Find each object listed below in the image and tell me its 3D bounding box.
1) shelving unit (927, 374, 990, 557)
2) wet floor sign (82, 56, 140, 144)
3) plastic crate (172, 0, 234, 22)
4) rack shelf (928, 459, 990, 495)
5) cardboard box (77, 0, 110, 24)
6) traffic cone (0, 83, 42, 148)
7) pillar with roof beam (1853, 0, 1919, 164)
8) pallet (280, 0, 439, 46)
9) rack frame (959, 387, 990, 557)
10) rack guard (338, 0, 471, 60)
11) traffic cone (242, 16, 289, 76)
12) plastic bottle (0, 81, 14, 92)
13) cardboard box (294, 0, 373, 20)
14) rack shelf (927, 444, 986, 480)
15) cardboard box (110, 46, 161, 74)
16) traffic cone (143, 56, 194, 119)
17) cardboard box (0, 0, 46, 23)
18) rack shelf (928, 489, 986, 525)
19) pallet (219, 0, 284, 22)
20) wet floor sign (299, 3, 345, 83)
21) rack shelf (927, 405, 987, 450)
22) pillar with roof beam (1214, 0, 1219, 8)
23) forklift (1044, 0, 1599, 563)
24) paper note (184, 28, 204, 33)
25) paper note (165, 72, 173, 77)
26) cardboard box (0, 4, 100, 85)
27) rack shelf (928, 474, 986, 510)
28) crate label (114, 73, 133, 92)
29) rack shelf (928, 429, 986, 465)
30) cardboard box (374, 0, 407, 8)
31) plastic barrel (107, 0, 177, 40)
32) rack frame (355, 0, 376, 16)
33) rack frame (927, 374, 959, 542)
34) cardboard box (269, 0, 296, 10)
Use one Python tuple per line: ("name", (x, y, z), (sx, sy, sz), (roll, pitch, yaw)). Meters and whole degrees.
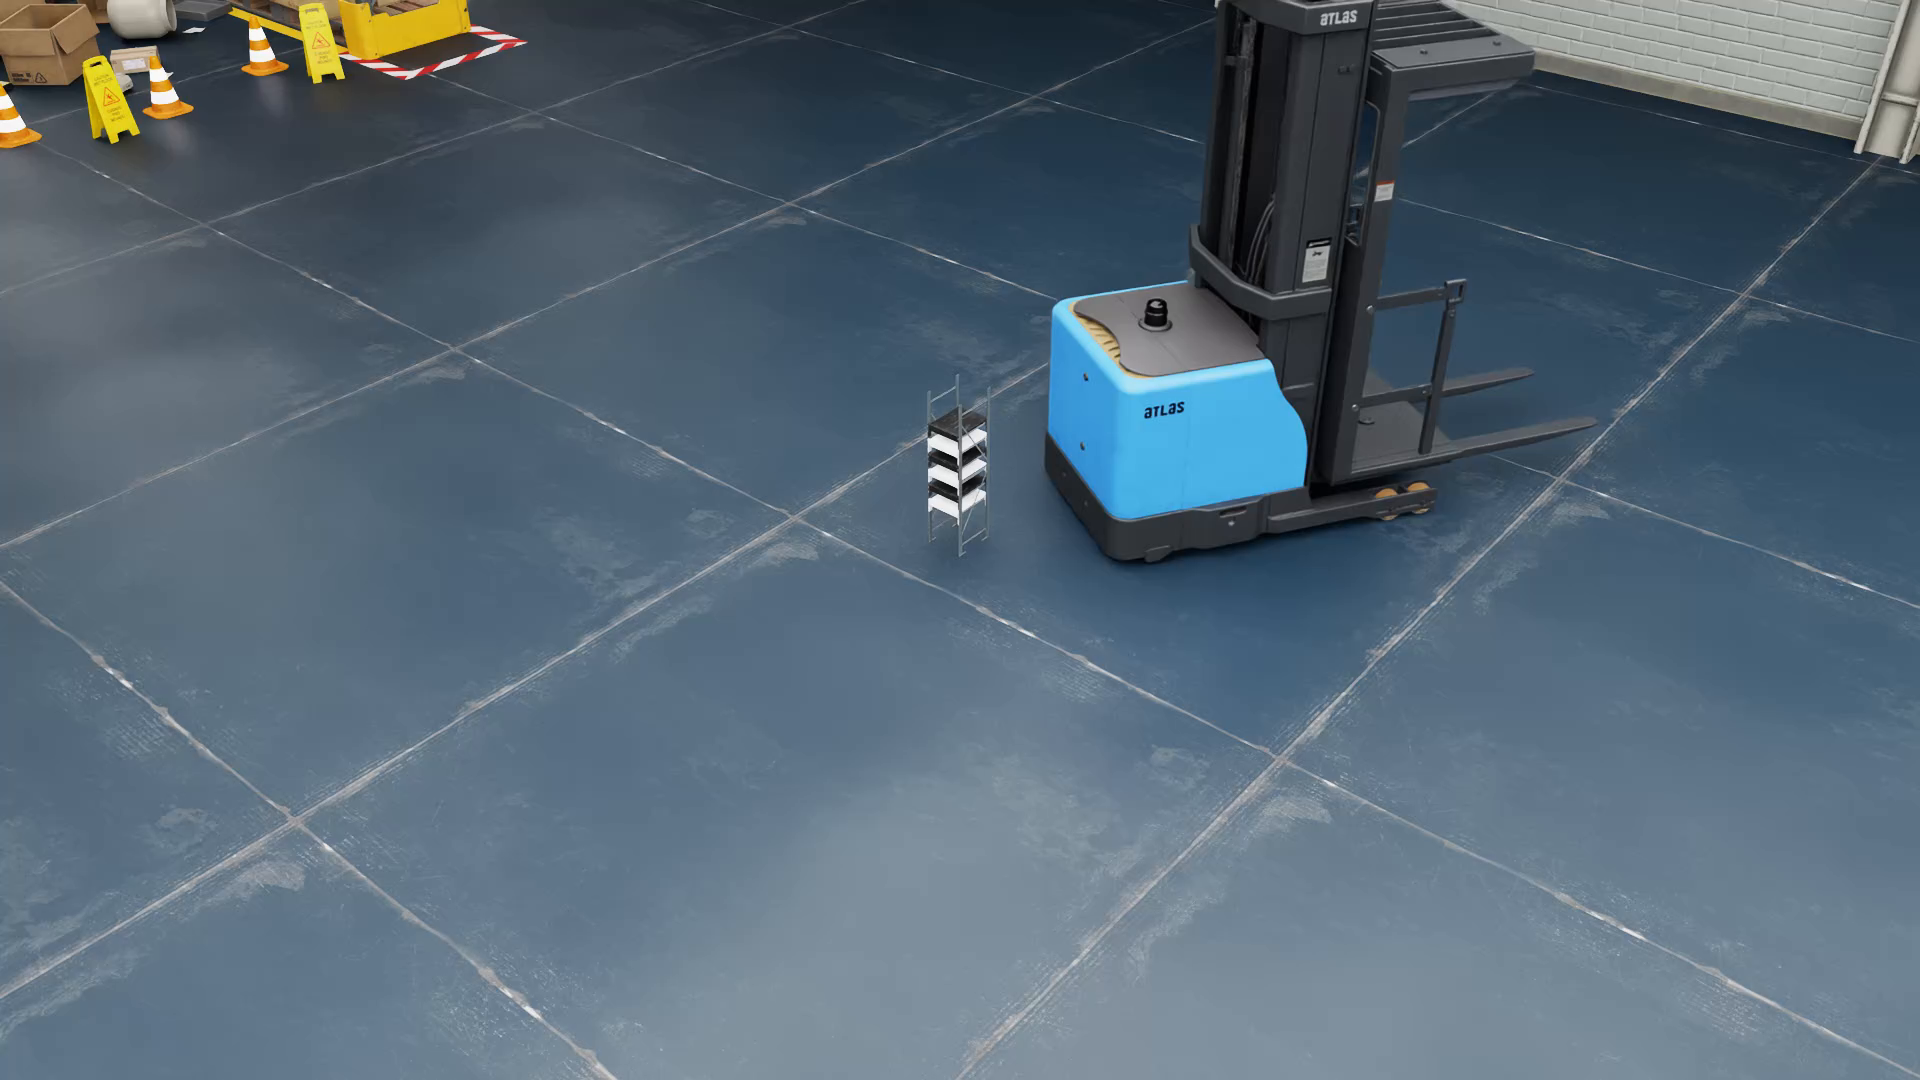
("shelving unit", (-0.006, -0.374, 8.500), (0.210, 0.900, 0.258), (25, 42, 32))
("wet floor sign", (-6.868, -3.556, 13.358), (0.232, 0.644, 0.267), (18, 38, 24))
("plastic crate", (-7.459, -5.186, 16.230), (0.583, 0.080, 0.402), (12, 36, 16))
("rack shelf", (-0.006, -0.346, 8.518), (0.200, 0.077, 0.258), (25, 42, 32))
("cardboard box", (-8.189, -5.305, 16.031), (0.500, 0.500, 0.500), (-6, 35, -8))
("traffic cone", (-7.656, -3.440, 13.350), (0.334, 0.463, 0.336), (25, 42, 32))
("pillar with roof beam", (4.615, -4.924, 7.971), (0.400, 9.000, 9.100), (25, 42, 32))
("pallet", (-5.727, -5.053, 15.922), (1.213, 0.211, 1.003), (25, 42, 32))
("rack frame", (0.072, -0.337, 8.446), (0.006, 0.900, 0.240), (25, 42, 32))
("rack guard", (-5.126, -4.863, 15.389), (0.348, 0.500, 1.175), (25, 42, 32))
("traffic cone", (-6.223, -4.414, 14.769), (0.334, 0.463, 0.336), (25, 42, 32))
("plastic bottle", (-8.375, -3.938, 14.431), (0.283, 0.061, 0.133), (12, 36, 16))
("cardboard box", (-5.879, -5.090, 15.570), (0.500, 0.250, 0.500), (25, 42, 32))
("rack shelf", (-0.006, -0.421, 8.467), (0.200, 0.077, 0.258), (25, 42, 32))
("cardboard box", (-7.367, -4.286, 14.860), (0.380, 0.149, 0.250), (-12, 36, -17))
("traffic cone", (-6.672, -3.808, 13.887), (0.334, 0.463, 0.336), (25, 42, 32))
("cardboard box", (-8.761, -4.762, 15.120), (0.503, 0.637, 0.797), (25, 42, 32))
("rack shelf", (-0.006, -0.198, 8.620), (0.200, 0.077, 0.258), (25, 42, 32))
("pallet", (-6.661, -5.495, 16.565), (1.213, 0.211, 1.003), (25, 42, 32))
("wet floor sign", (-5.606, -4.361, 14.530), (0.267, 0.644, 0.232), (-18, 38, -25))
("rack shelf", (-0.006, -0.569, 8.366), (0.200, 0.077, 0.258), (25, 42, 32))
("pillar with roof beam", (0.004, -7.098, 11.136), (0.400, 9.000, 9.100), (25, 42, 32))
("forklift", (2.041, -1.586, 8.471), (3.031, 2.935, 1.130), (-11, 36, -15))
("paper note", (-7.262, -4.840, 15.771), (0.148, 0.019, 0.142), (12, 36, 16))
("paper note", (-7.067, -4.118, 14.719), (0.142, 0.019, 0.148), (12, 36, 16))
("cardboard box", (-8.037, -4.371, 14.671), (0.637, 0.503, 0.797), (0, 34, 0))
("rack shelf", (-0.006, -0.272, 8.569), (0.200, 0.077, 0.258), (25, 42, 32))
("crate label", (-7.316, -3.932, 14.354), (0.298, 0.136, 0.250), (6, 35, 8))
("rack shelf", (-0.006, -0.495, 8.417), (0.200, 0.077, 0.258), (25, 42, 32))
("cardboard box", (-5.510, -5.318, 15.902), (0.500, 0.250, 0.500), (25, 42, 31))
("plastic barrel", (-7.623, -4.893, 15.501), (0.512, 0.421, 0.421), (-6, 35, -8))
("rack frame", (-5.067, -5.866, 14.641), (0.127, 3.000, 1.000), (25, 42, 32))
("rack frame", (-0.084, -0.411, 8.553), (0.006, 0.900, 0.240), (25, 42, 32))
("cardboard box", (-6.254, -5.272, 15.835), (0.500, 0.250, 0.500), (25, 42, 32))
